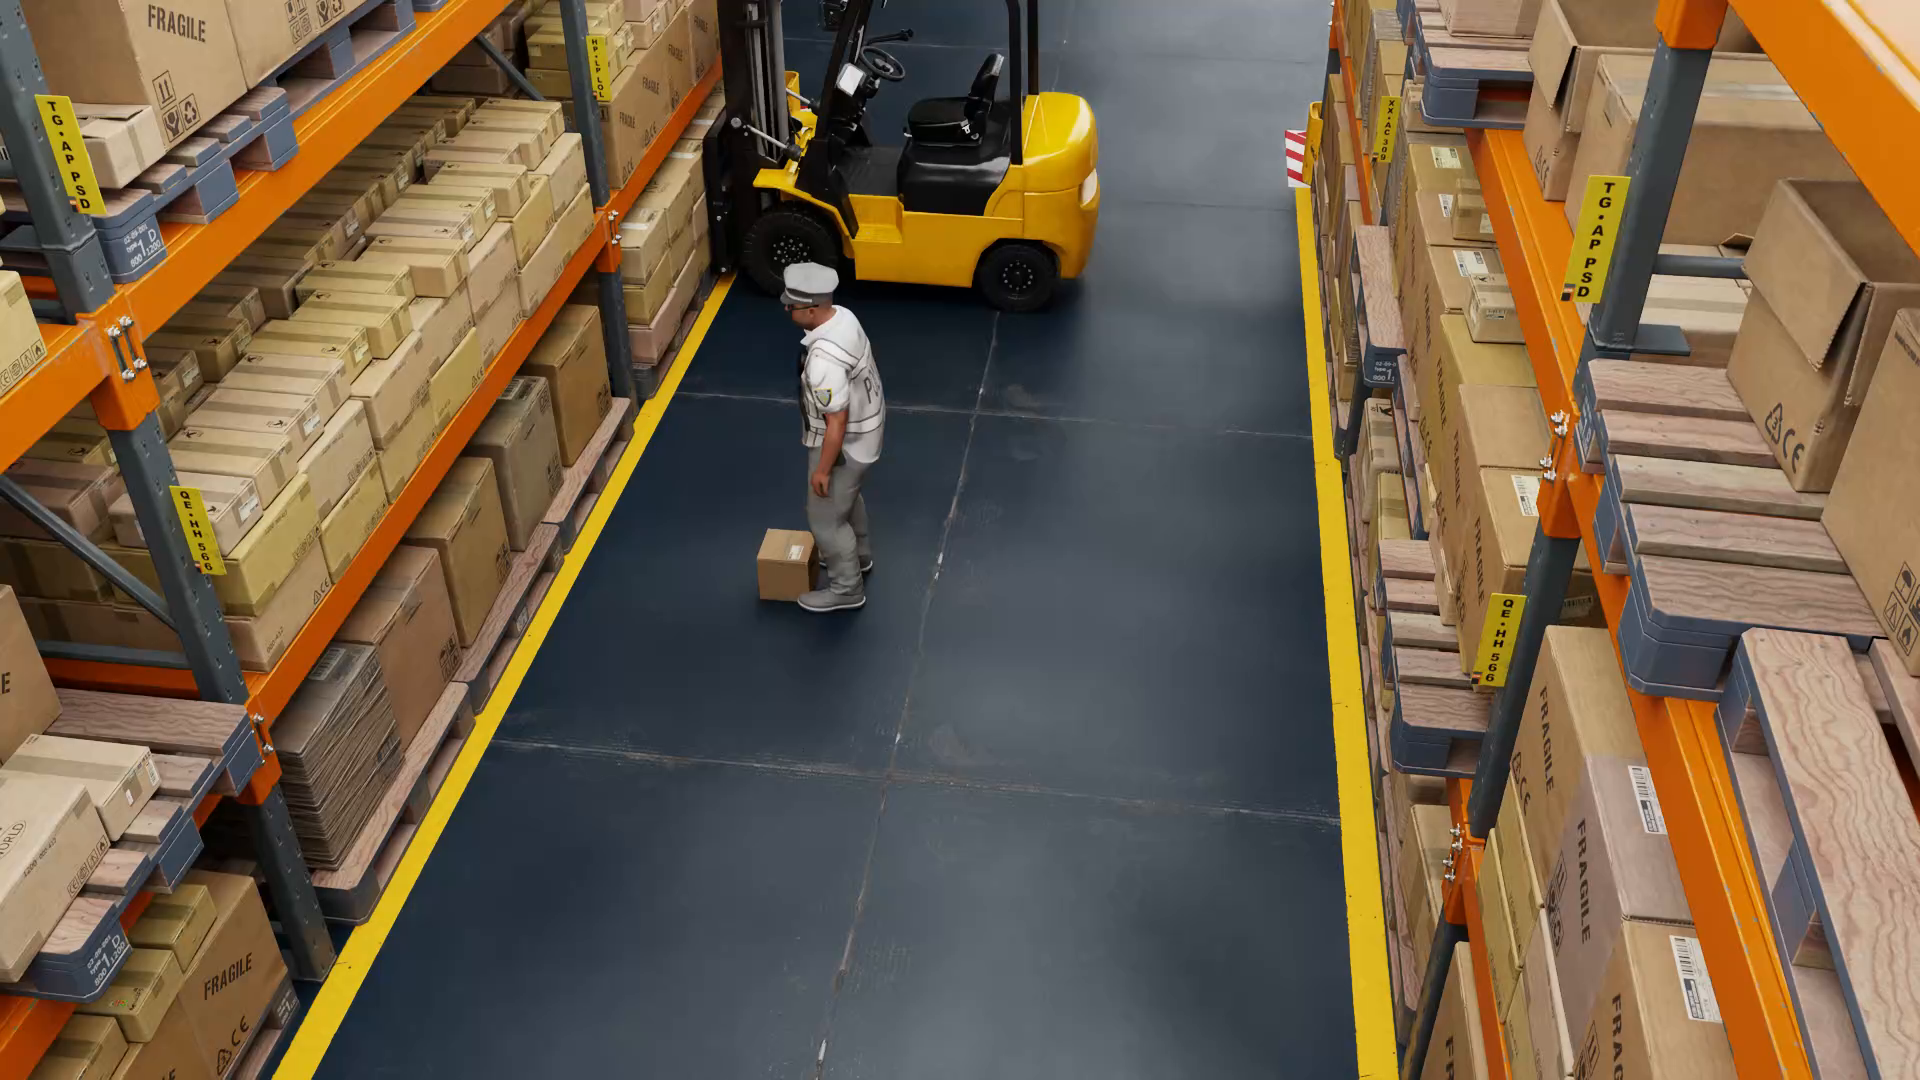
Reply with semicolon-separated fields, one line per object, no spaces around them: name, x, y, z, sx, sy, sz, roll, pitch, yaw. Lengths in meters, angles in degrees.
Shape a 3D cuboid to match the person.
person;-0.564;-0.463;7.671;0.432;1.750;0.606;2;36;3
